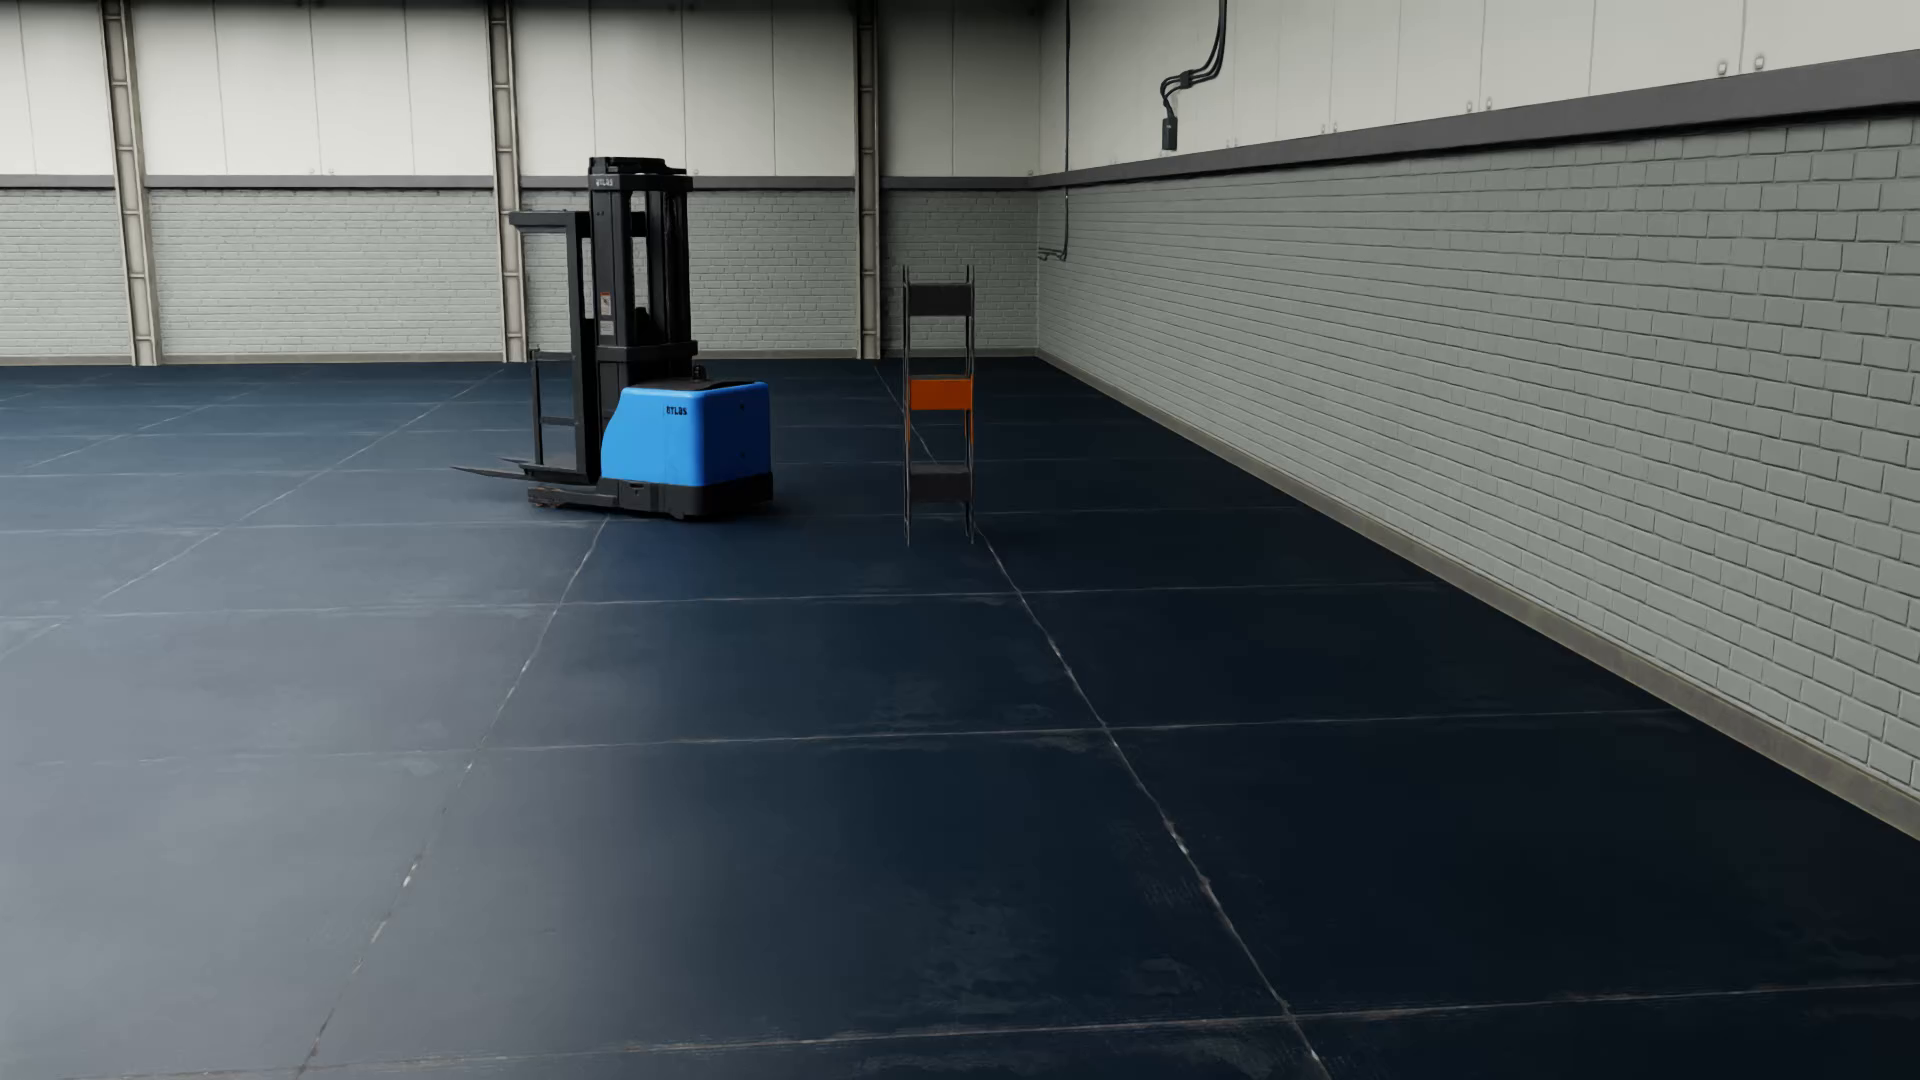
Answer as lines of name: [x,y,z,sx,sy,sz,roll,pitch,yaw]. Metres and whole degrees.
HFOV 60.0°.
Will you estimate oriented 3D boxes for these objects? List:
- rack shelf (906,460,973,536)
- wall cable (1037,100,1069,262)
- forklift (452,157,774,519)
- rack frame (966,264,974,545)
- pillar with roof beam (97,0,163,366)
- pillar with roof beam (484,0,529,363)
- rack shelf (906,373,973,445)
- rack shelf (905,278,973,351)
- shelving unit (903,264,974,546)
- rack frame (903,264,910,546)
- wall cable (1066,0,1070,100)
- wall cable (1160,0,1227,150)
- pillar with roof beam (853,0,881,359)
rack shelf: [-0.165,-0.327,12.786,0.480,0.518,0.431,-1,11,-6]
wall cable: [1.482,-5.863,27.411,0.112,2.526,3.097,-1,11,-6]
forklift: [-3.138,-1.790,14.376,3.031,2.935,1.130,6,13,30]
rack frame: [0.078,-1.032,12.674,0.015,2.100,0.400,-1,11,-6]
pillar with roof beam: [-13.054,-6.503,22.619,0.400,9.000,9.100,-1,11,-6]
pillar with roof beam: [-7.089,-6.628,23.254,0.400,9.000,9.100,-1,11,-6]
rack shelf: [-0.165,-1.013,12.651,0.480,0.518,0.431,-1,11,-6]
rack shelf: [-0.165,-1.700,12.516,0.480,0.518,0.431,-1,11,-6]
shelving unit: [-0.165,-1.027,12.648,0.503,2.100,0.431,-1,11,-6]
rack frame: [-0.407,-1.022,12.622,0.015,2.100,0.400,-1,11,-6]
wall cable: [1.774,-7.822,24.285,0.112,2.526,3.097,-1,11,-6]
wall cable: [2.492,-7.234,17.521,0.169,6.003,2.305,-1,11,-6]
pillar with roof beam: [-1.124,-6.753,23.890,0.400,9.000,9.100,-1,11,-6]
